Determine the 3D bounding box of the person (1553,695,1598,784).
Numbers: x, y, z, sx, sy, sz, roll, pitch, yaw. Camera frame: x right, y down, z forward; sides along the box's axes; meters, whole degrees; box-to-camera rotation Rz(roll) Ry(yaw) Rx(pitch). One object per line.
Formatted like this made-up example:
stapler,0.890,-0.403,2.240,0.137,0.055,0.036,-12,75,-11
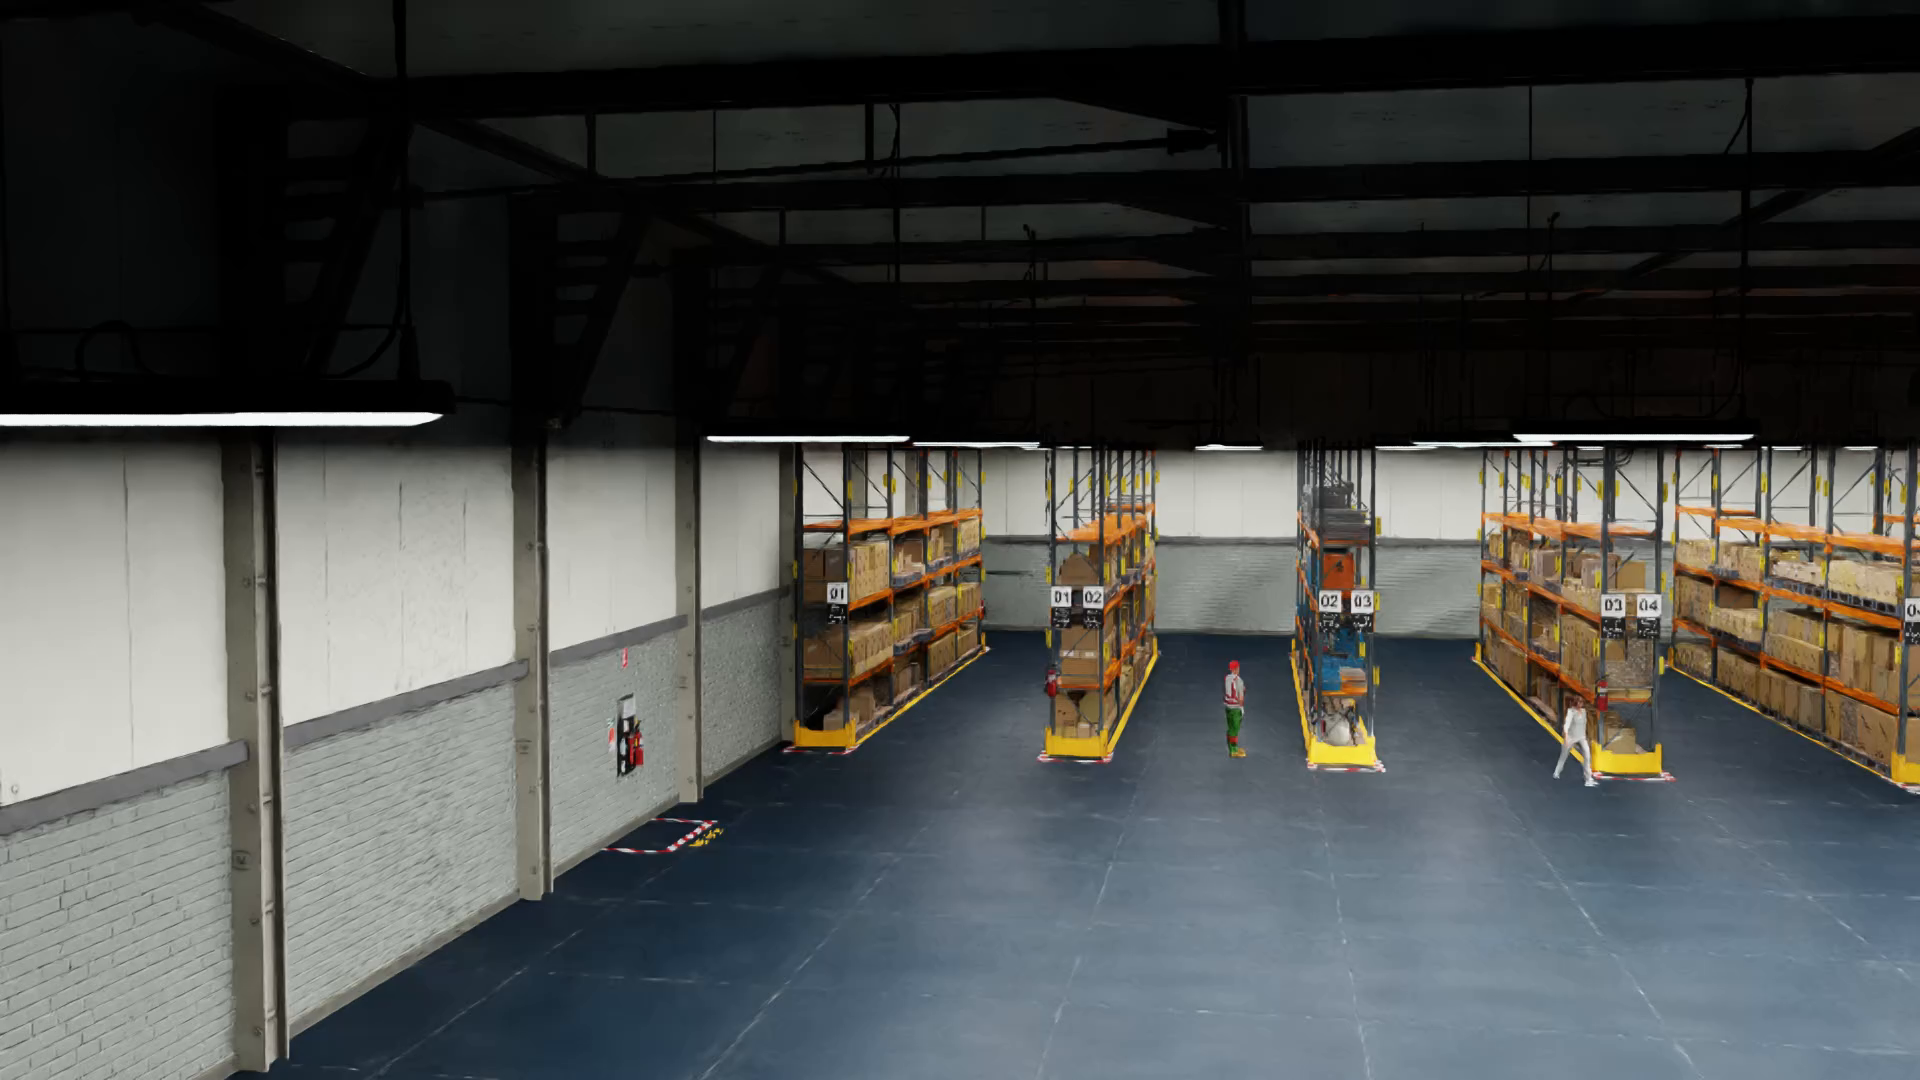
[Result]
person,10.635,3.425,28.771,0.453,1.537,0.881,-1,3,-13

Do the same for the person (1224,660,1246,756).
person,5.211,3.148,31.357,0.443,1.787,0.600,-1,3,-20

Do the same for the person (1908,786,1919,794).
person,16.172,3.382,27.578,0.629,1.741,0.672,0,3,-3
